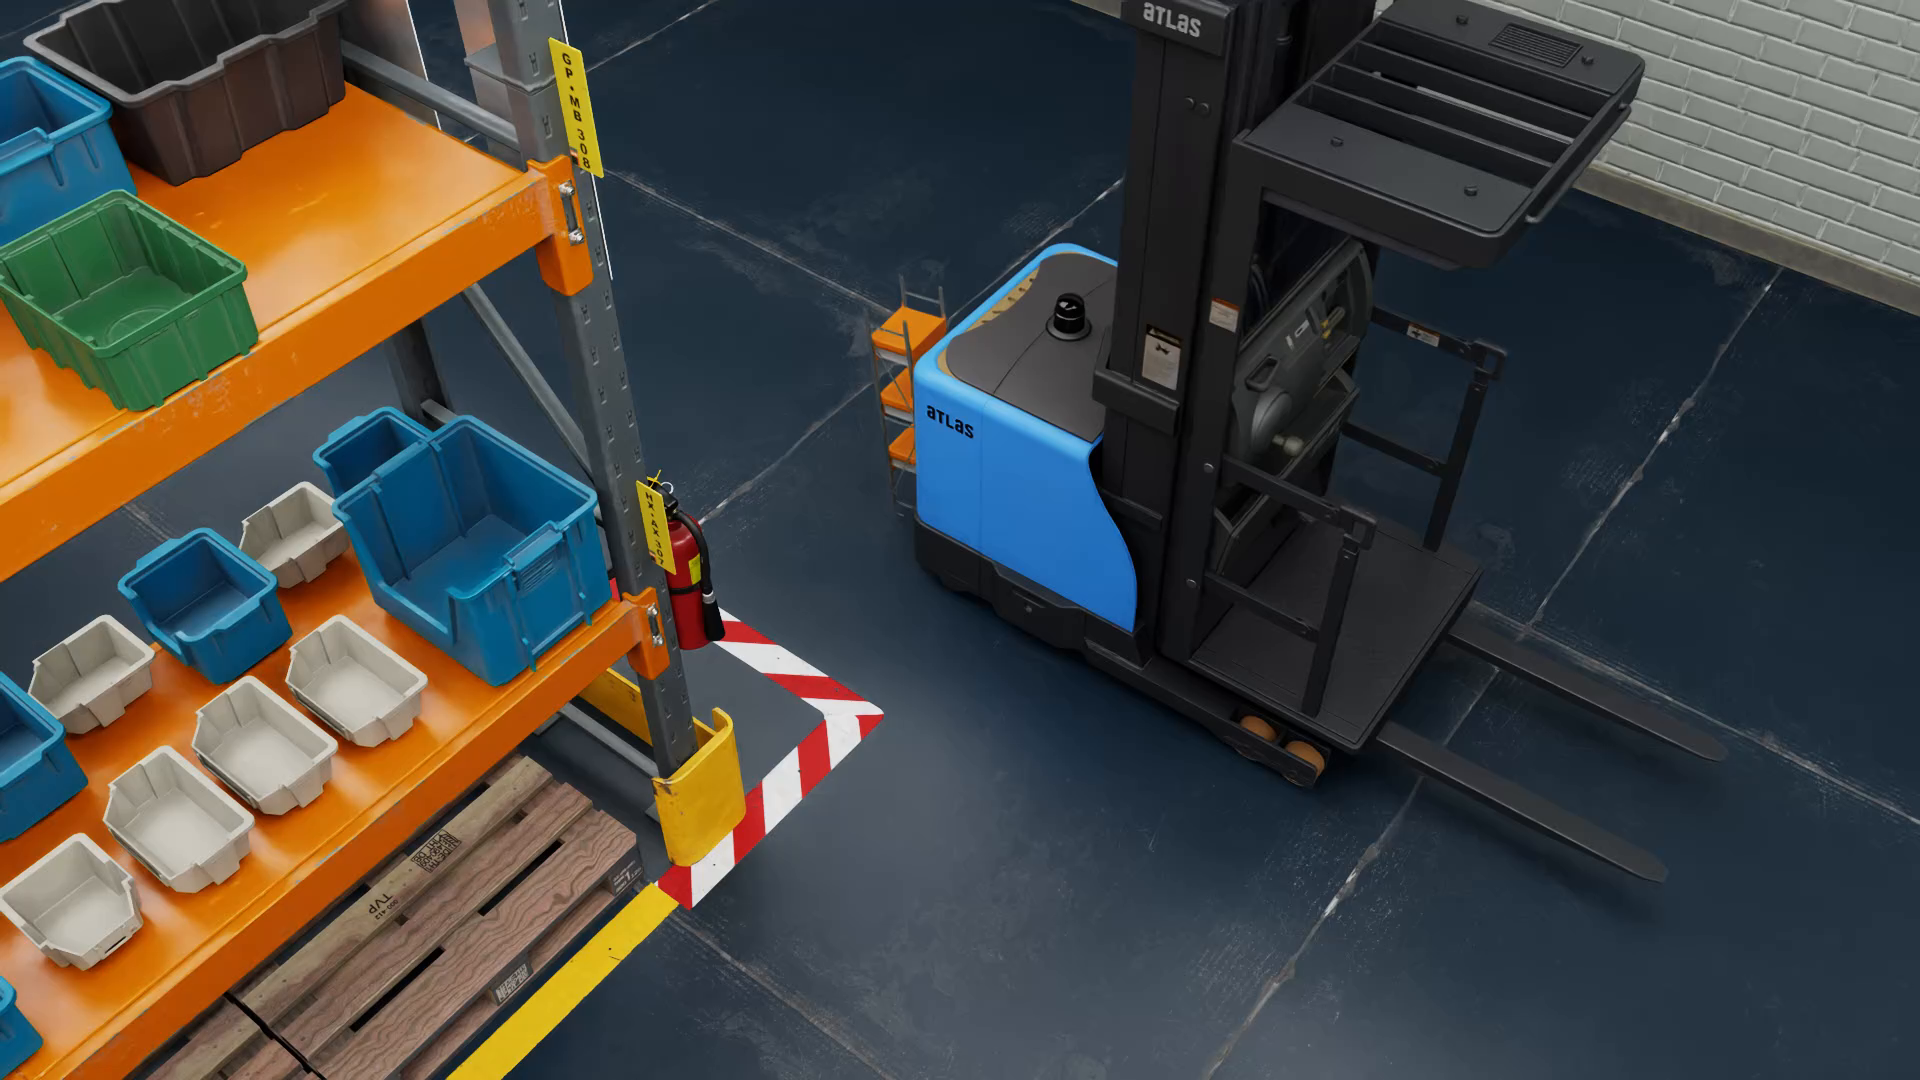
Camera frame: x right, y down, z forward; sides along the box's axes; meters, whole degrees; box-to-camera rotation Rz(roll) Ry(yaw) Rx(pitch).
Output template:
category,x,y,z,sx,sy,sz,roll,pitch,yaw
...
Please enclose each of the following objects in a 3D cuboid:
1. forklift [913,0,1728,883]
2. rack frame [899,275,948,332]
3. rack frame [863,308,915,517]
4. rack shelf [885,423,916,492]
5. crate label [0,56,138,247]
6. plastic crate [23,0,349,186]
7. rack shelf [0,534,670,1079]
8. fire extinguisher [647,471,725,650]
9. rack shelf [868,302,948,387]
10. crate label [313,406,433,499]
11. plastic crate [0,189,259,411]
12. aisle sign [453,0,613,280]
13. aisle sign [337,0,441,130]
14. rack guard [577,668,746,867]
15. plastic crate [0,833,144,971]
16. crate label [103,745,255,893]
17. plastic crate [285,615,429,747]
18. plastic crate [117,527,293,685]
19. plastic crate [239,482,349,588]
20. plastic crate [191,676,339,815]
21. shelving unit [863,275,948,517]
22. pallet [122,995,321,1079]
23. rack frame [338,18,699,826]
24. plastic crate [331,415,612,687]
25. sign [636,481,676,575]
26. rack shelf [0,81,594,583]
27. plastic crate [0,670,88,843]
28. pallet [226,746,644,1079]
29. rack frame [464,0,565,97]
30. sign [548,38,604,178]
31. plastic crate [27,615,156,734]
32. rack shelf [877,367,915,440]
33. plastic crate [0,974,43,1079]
category,x,y,z,sx,sy,sz,roll,pitch,yaw
forklift,1.304,-0.559,5.422,3.031,2.935,1.130,28,52,24
rack frame,-0.105,-0.612,6.760,0.200,1.050,0.008,21,49,27
rack frame,-0.237,-0.464,6.618,0.200,1.050,0.008,21,49,27
rack shelf,-0.146,-0.328,6.885,0.215,0.259,0.240,21,49,27
crate label,-2.134,-0.810,3.642,0.408,0.251,0.502,29,53,25
plastic crate,-1.770,-1.104,3.911,0.497,0.269,0.590,29,53,25
rack shelf,-2.537,1.183,4.208,1.077,0.370,4.000,29,53,25
fire extinguisher,-0.862,0.060,5.094,0.296,0.674,0.183,29,53,25
rack shelf,-0.195,-0.737,6.504,0.215,0.259,0.240,21,49,27
crate label,-1.726,-0.177,5.084,0.416,0.233,0.303,29,53,25
plastic crate,-1.691,-0.482,3.373,0.450,0.188,0.336,29,53,25
aisle sign,-1.038,-1.020,4.017,0.394,0.787,0.004,29,53,25
aisle sign,-1.505,-1.281,4.266,0.394,0.787,0.004,29,53,25
rack guard,-1.310,0.634,5.964,1.175,0.500,0.348,29,53,25
plastic crate,-2.175,0.914,4.108,0.298,0.136,0.250,29,53,25
crate label,-2.009,0.737,4.278,0.396,0.136,0.243,29,53,25
plastic crate,-1.670,0.407,4.592,0.396,0.136,0.243,29,53,25
plastic crate,-2.128,0.199,4.724,0.416,0.233,0.300,29,53,25
plastic crate,-1.987,0.003,4.978,0.250,0.136,0.298,29,53,25
plastic crate,-1.858,0.566,4.440,0.396,0.136,0.243,29,53,25
shelving unit,-0.171,-0.538,6.689,0.215,1.050,0.252,21,49,27
pallet,-2.595,1.903,4.951,1.003,0.211,1.213,29,53,25
rack frame,-1.314,-0.210,5.041,1.000,3.000,0.127,29,53,25
plastic crate,-1.371,0.031,4.745,0.616,0.435,0.499,29,53,25
sign,-0.869,-0.033,4.759,0.100,0.325,0.005,29,53,25
rack shelf,-2.537,0.147,3.123,1.077,0.370,4.000,29,53,25
plastic crate,-2.531,0.576,4.364,0.416,0.233,0.300,29,53,25
pallet,-1.849,1.208,5.615,1.003,0.211,1.213,29,53,25
rack frame,-1.314,-2.282,2.872,1.000,3.000,0.127,29,53,25
sign,-0.869,-0.976,3.771,0.100,0.325,0.005,29,53,25
plastic crate,-2.402,0.391,4.608,0.250,0.136,0.298,29,53,25
rack shelf,-0.170,-0.530,6.696,0.215,0.259,0.240,21,49,27
plastic crate,-2.367,1.115,3.849,0.416,0.233,0.300,29,53,25
